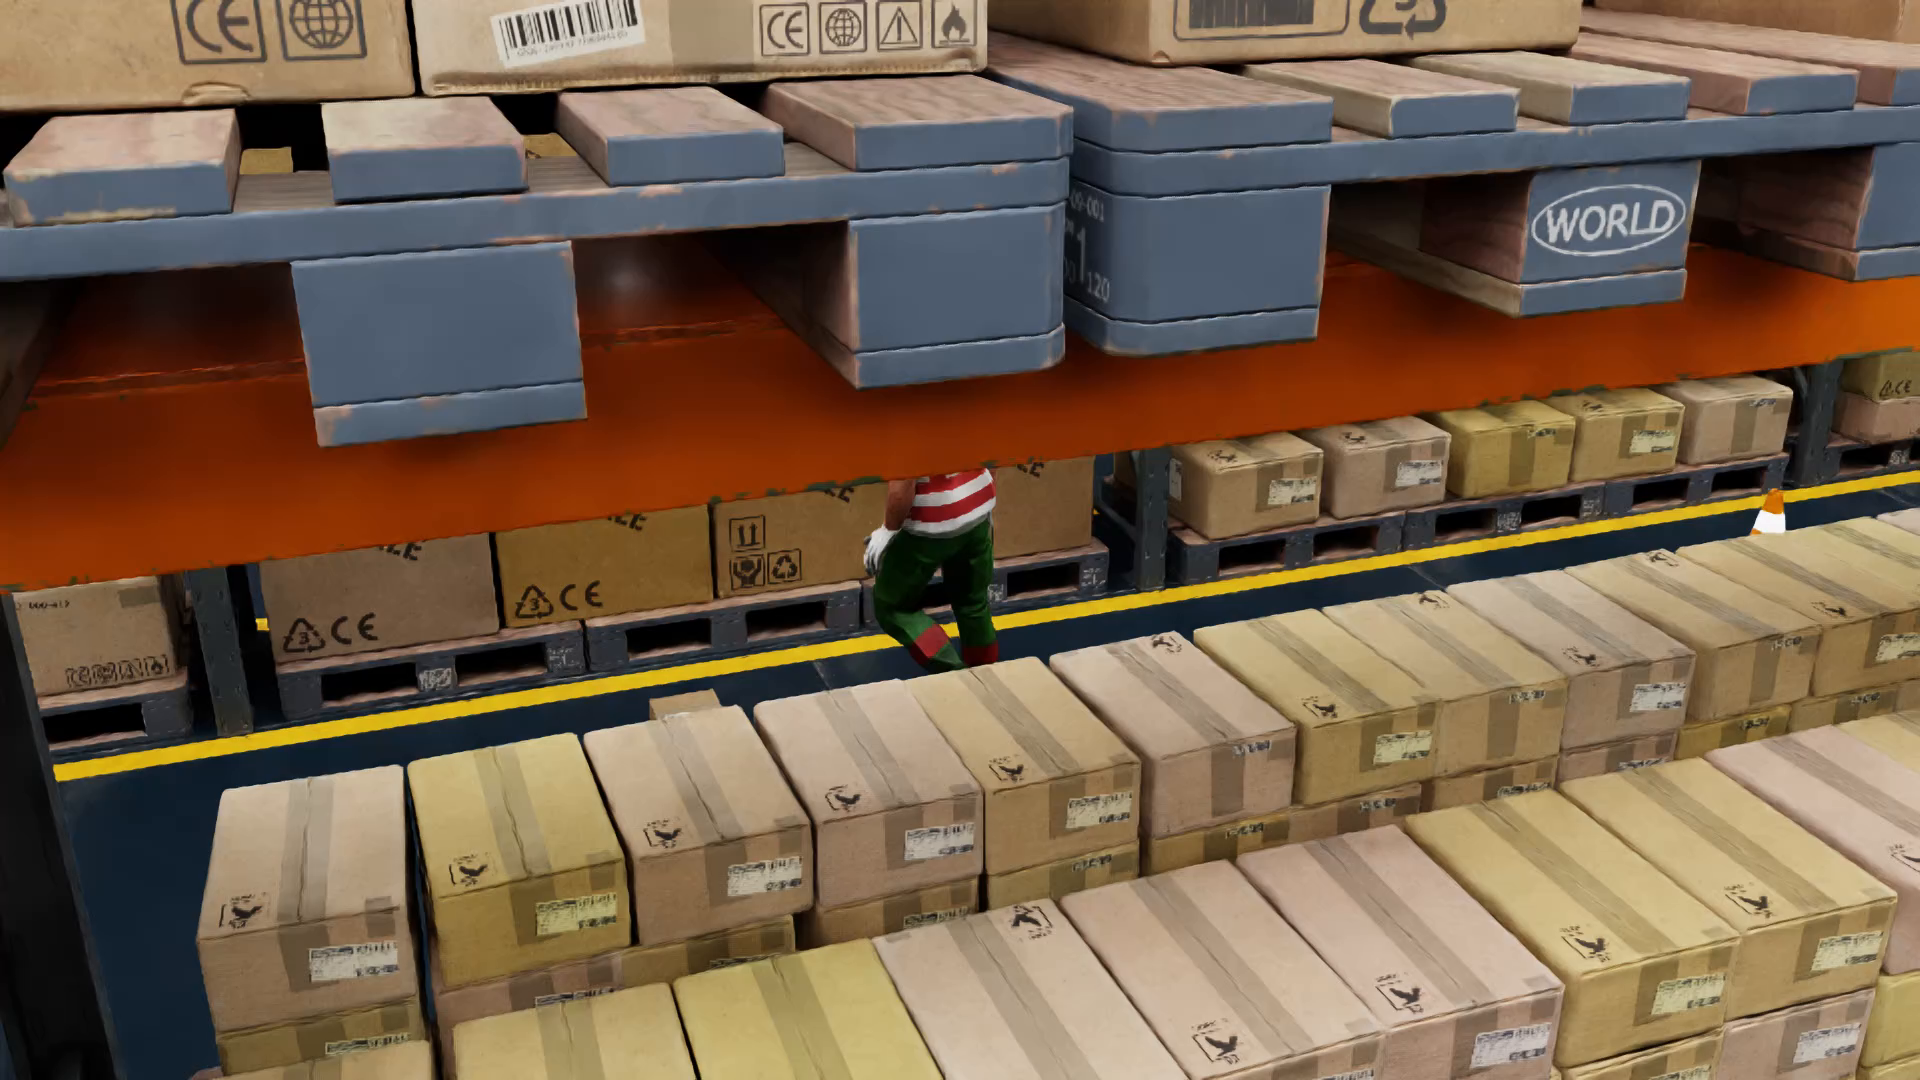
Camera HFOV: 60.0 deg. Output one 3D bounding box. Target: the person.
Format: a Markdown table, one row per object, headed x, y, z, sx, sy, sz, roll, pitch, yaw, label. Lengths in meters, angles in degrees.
| x | y | z | sx | sy | sz | roll | pitch | yaw | label |
| --- | --- | --- | --- | --- | --- | --- | --- | --- | --- |
| -0.045 | -0.062 | 6.198 | 0.509 | 1.776 | 0.634 | 18 | 29 | 38 | person |
